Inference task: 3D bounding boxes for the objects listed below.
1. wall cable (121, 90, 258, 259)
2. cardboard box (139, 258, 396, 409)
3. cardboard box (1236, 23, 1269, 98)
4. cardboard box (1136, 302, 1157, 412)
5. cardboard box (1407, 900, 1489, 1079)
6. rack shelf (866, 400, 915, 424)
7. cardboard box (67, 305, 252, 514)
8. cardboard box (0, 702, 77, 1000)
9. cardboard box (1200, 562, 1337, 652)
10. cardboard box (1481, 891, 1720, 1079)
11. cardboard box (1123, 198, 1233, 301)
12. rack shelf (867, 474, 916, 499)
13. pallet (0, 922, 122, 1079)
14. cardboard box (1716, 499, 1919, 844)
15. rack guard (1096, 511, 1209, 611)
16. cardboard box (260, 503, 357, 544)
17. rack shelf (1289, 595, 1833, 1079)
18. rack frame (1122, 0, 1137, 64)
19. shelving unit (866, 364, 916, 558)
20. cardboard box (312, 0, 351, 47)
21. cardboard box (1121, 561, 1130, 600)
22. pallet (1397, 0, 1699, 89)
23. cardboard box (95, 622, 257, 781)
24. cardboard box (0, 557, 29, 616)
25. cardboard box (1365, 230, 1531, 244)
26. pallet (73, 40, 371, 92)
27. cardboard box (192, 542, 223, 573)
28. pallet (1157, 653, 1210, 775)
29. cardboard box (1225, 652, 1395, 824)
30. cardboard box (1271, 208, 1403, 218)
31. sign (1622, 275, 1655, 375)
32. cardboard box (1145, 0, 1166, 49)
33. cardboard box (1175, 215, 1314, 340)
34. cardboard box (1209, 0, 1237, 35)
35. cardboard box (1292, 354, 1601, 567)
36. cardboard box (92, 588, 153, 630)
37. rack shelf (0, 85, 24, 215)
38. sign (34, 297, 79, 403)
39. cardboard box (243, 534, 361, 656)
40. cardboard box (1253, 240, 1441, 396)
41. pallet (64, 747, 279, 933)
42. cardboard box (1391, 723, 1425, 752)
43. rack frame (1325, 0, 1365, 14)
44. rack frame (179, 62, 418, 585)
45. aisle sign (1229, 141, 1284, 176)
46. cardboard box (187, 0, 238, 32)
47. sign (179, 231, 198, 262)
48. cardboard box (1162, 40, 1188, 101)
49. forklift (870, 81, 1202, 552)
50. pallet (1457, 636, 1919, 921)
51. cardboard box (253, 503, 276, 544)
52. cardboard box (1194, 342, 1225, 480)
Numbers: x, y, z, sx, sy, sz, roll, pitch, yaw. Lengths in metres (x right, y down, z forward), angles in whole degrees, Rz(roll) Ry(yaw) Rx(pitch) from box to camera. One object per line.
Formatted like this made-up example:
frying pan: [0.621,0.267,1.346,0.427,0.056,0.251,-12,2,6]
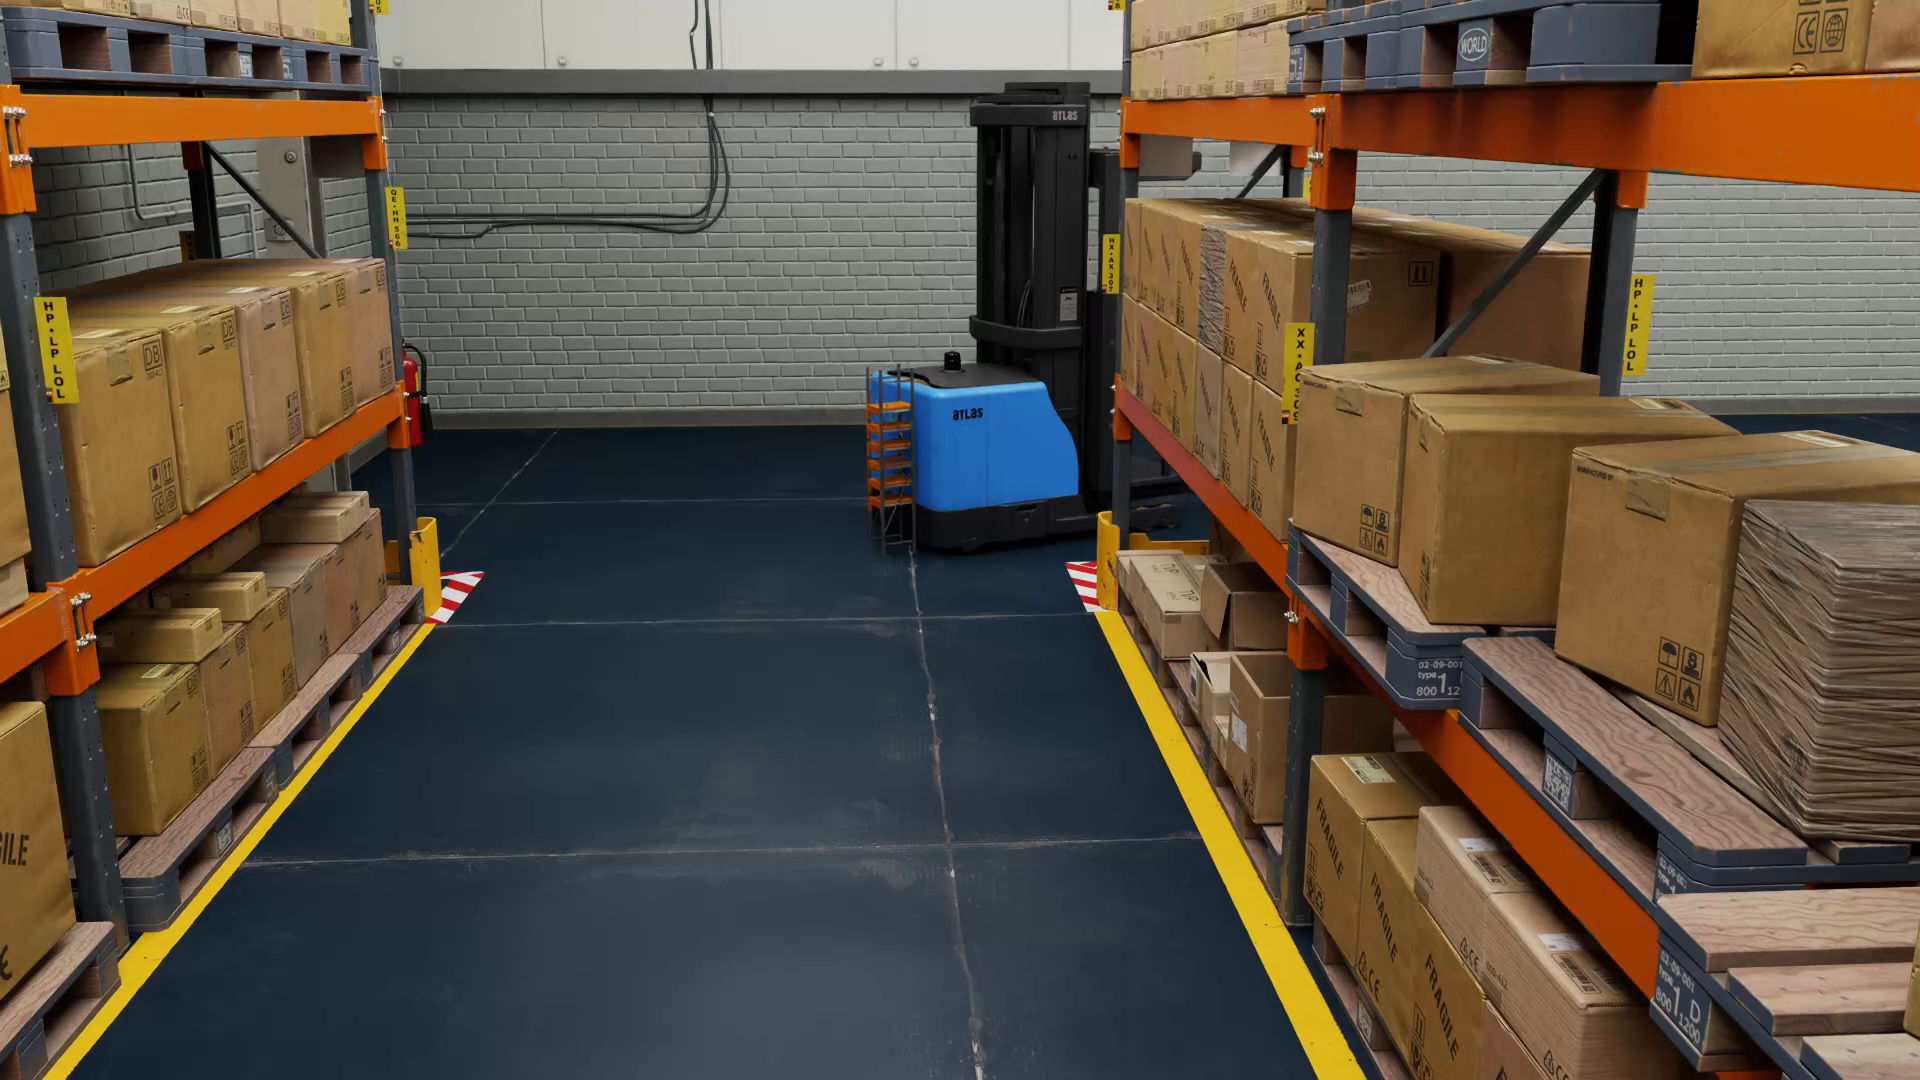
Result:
wall cable: [-4.585,-1.838,10.111,0.084,1.984,1.851,-1,14,-3]
cardboard box: [-3.520,-1.061,8.527,0.980,0.700,0.700,0,14,-1]
cardboard box: [1.314,-1.746,6.074,0.500,0.250,0.500,-1,14,-3]
cardboard box: [1.184,-0.925,8.402,0.500,0.500,0.500,-1,14,-4]
cardboard box: [1.484,1.254,4.267,0.500,0.500,0.500,-1,14,-3]
rack shelf: [-0.440,-0.809,10.493,0.258,0.103,0.180,-8,17,-28]
cardboard box: [-3.371,-0.509,6.384,0.980,0.700,0.700,-1,14,-5]
cardboard box: [-3.144,0.950,4.785,0.750,0.750,0.750,-1,14,-3]
cardboard box: [1.508,0.404,7.563,0.797,0.503,0.637,-1,14,-3]
cardboard box: [1.510,1.007,3.720,0.500,0.250,0.500,-1,14,-4]
cardboard box: [1.147,-1.538,8.775,0.500,0.500,0.500,0,14,-2]
rack shelf: [-0.437,-0.345,10.614,0.258,0.103,0.180,-8,17,-28]
pallet: [-3.191,1.494,4.796,1.003,0.211,1.213,-1,14,-3]
cardboard box: [1.860,0.233,3.057,0.700,0.500,0.500,2,15,7]
rack guard: [1.387,0.110,9.595,1.175,0.500,0.348,-1,14,-3]
cardboard box: [-3.212,-0.084,8.204,0.380,0.149,0.250,0,14,-2]
rack shelf: [1.754,0.721,3.647,1.077,0.370,4.000,-1,14,-3]
rack frame: [1.382,-4.025,8.610,1.000,3.000,0.127,-1,14,-3]
shelving unit: [-0.438,-0.504,10.573,0.258,1.200,0.189,-8,17,-28]
cardboard box: [-3.251,-2.496,7.945,0.500,0.250,0.500,0,14,-2]
cardboard box: [1.081,0.211,8.988,0.380,0.166,0.250,-1,14,-3]
pallet: [1.668,-1.065,3.504,1.213,0.211,1.003,-1,14,-3]
cardboard box: [-3.286,0.647,6.664,0.700,0.500,0.500,-1,14,-4]
cardboard box: [-3.010,0.144,4.909,0.380,0.149,0.250,-1,14,-3]
cardboard box: [1.849,-0.907,6.325,0.500,0.500,0.500,-1,14,-5]
pallet: [-3.505,-2.267,7.977,1.003,0.211,1.213,-1,14,-3]
cardboard box: [-3.546,0.111,7.448,0.380,0.149,0.250,-1,14,-3]
pallet: [1.510,0.751,7.684,1.003,0.211,1.213,-1,14,-3]
cardboard box: [1.312,0.736,6.281,0.500,0.500,0.500,-1,14,-3]
cardboard box: [1.753,-1.291,7.817,0.500,0.500,0.500,0,14,-2]
sign: [2.184,-0.695,5.383,0.100,0.325,0.005,-1,14,-3]
cardboard box: [1.178,-2.485,7.944,0.500,0.250,0.500,-1,14,-3]
cardboard box: [1.245,-1.157,7.296,0.500,0.500,0.500,-1,14,-4]
cardboard box: [1.273,-2.112,6.494,0.500,0.250,0.500,-1,14,-3]
cardboard box: [1.436,-0.255,4.955,0.700,0.500,0.500,-6,16,-22]
cardboard box: [-3.499,0.301,6.709,0.380,0.149,0.250,-1,14,-5]
rack shelf: [-3.190,-0.654,2.973,1.077,0.370,4.000,-1,14,-3]
sign: [-2.773,-0.580,5.098,0.100,0.325,0.005,-1,14,-3]
cardboard box: [-3.387,0.262,8.161,0.700,0.500,0.500,-1,14,-4]
cardboard box: [1.340,-0.779,5.827,0.500,0.500,0.500,-1,14,-3]
pallet: [-3.283,1.113,6.277,1.003,0.211,1.213,-1,14,-3]
cardboard box: [1.820,0.857,6.190,0.500,0.311,0.500,-1,14,-3]
rack frame: [1.630,-3.030,4.743,1.000,3.000,0.127,-1,14,-3]
rack frame: [-3.562,-1.042,9.056,1.000,3.000,0.127,-1,14,-3]
aisle sign: [1.684,-2.400,9.118,0.394,0.787,0.004,-1,14,-3]
cardboard box: [-3.150,-2.109,6.443,0.500,0.250,0.500,-1,14,-5]
sign: [-4.116,-1.493,8.911,0.100,0.325,0.005,-1,14,-3]
cardboard box: [1.211,-2.119,7.523,0.500,0.250,0.500,-1,14,-3]
forklift: [0.927,-1.584,11.299,3.031,2.935,1.130,-8,16,-28]
pallet: [1.753,0.480,3.528,1.003,0.211,1.213,-1,14,-3]
cardboard box: [-3.594,-0.078,8.183,0.380,0.149,0.250,-1,14,-3]
cardboard box: [1.276,-0.549,6.941,0.500,0.500,0.500,-1,14,-2]
